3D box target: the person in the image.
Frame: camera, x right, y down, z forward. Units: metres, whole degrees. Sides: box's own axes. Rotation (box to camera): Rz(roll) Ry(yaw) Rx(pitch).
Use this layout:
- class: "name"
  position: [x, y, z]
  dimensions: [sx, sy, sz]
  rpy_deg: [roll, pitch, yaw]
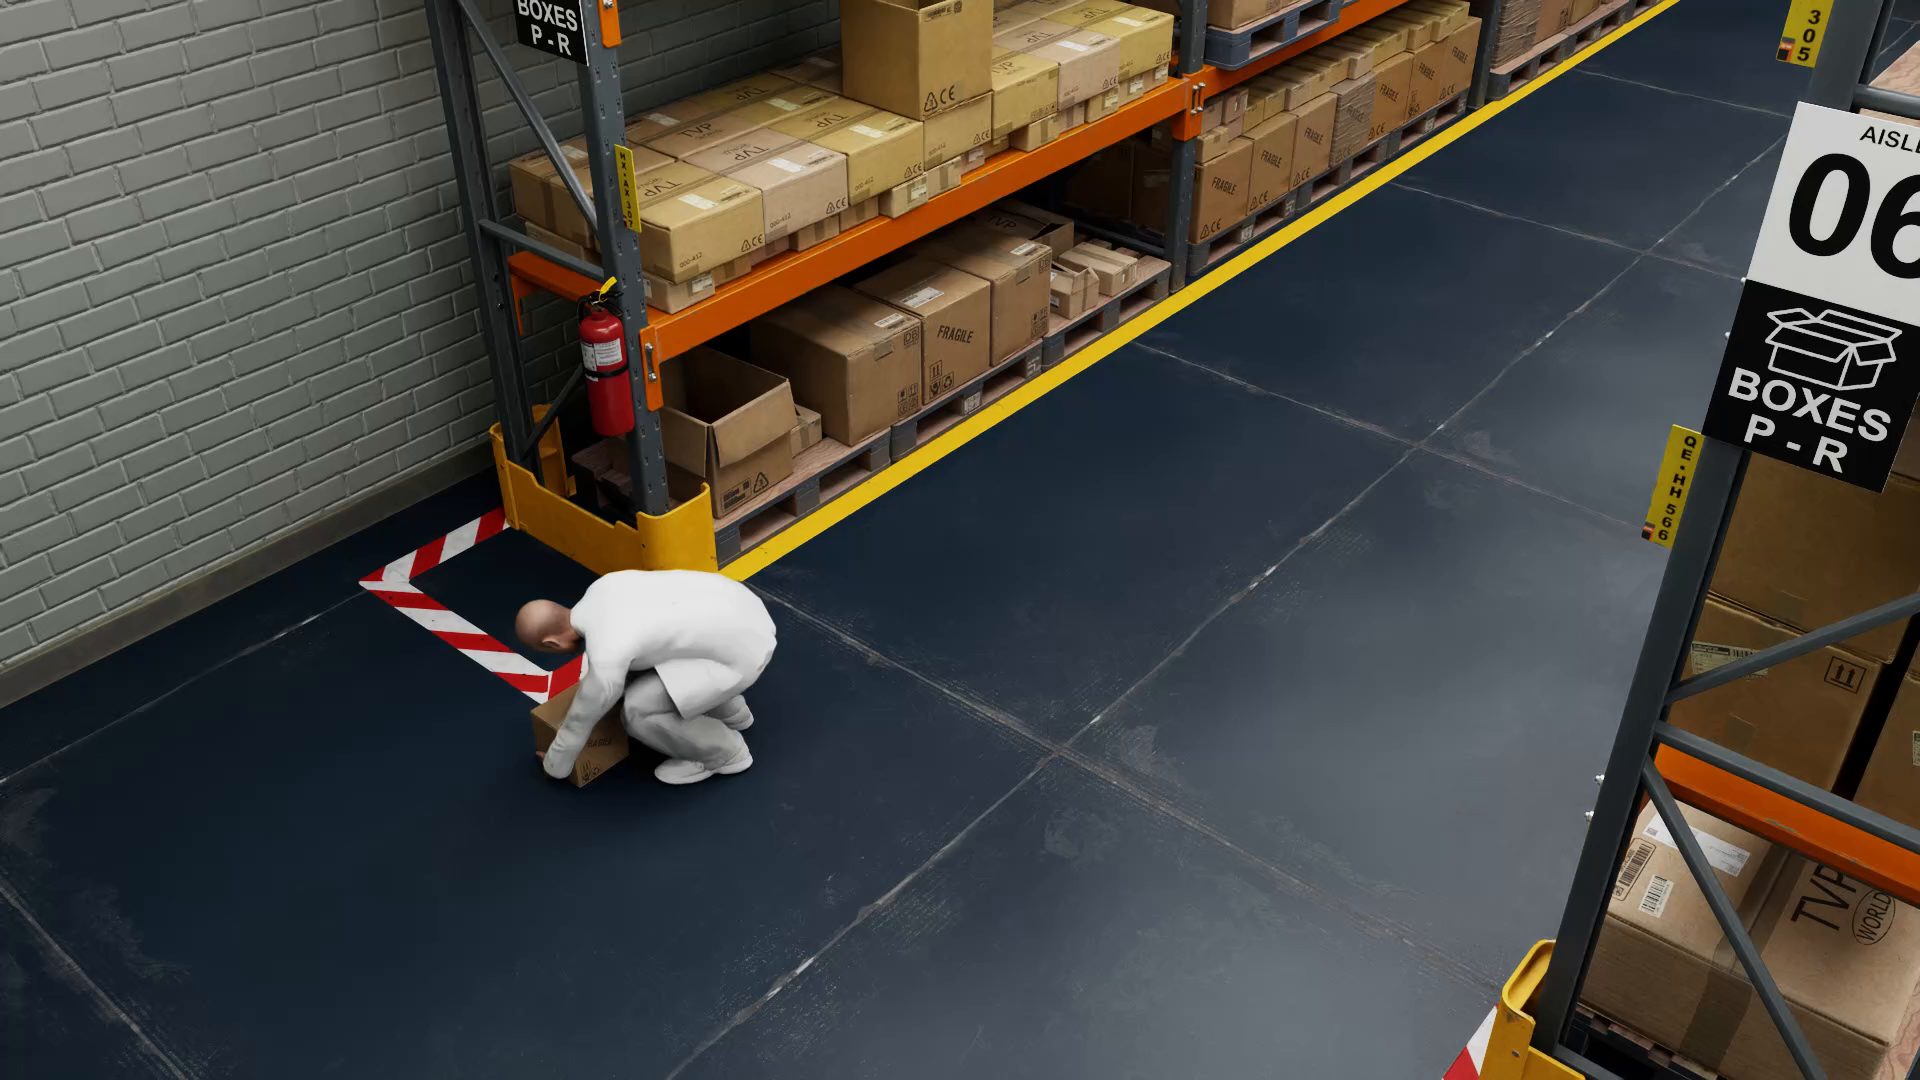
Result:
- class: "person"
  position: [-1.166, 0.513, 6.301]
  dimensions: [0.958, 0.811, 0.577]
  rpy_deg: [-4, 35, -6]
